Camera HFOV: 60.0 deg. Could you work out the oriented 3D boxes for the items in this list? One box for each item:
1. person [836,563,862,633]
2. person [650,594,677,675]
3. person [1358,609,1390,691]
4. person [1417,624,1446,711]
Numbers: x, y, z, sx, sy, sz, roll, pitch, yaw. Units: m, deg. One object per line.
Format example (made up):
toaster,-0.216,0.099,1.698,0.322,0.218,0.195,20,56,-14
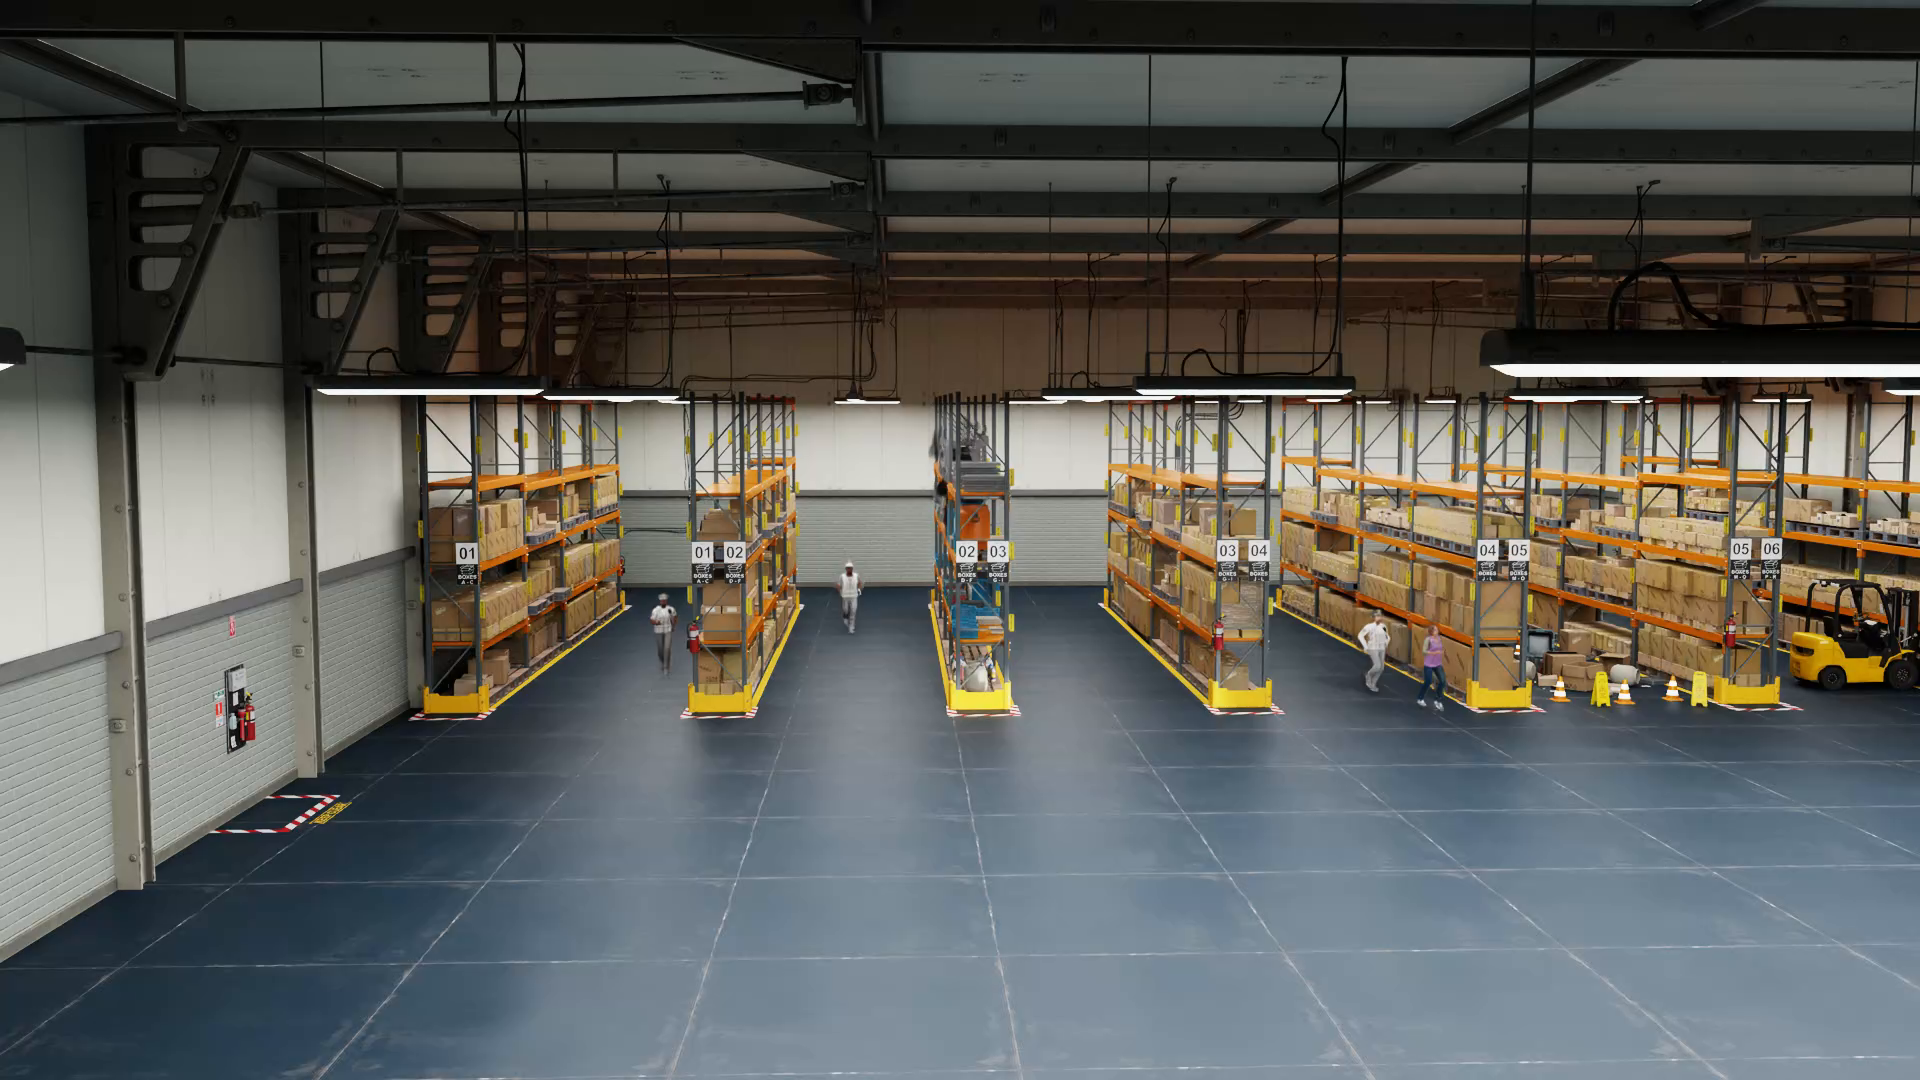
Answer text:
person,-2.811,1.461,42.389,0.681,1.772,0.849,-1,5,-10
person,-6.352,2.000,35.668,0.578,1.686,0.870,-1,5,-9
person,8.376,2.218,33.350,0.599,1.657,0.560,-1,5,-18
person,8.929,2.412,31.438,0.530,1.650,0.641,-2,5,-24
